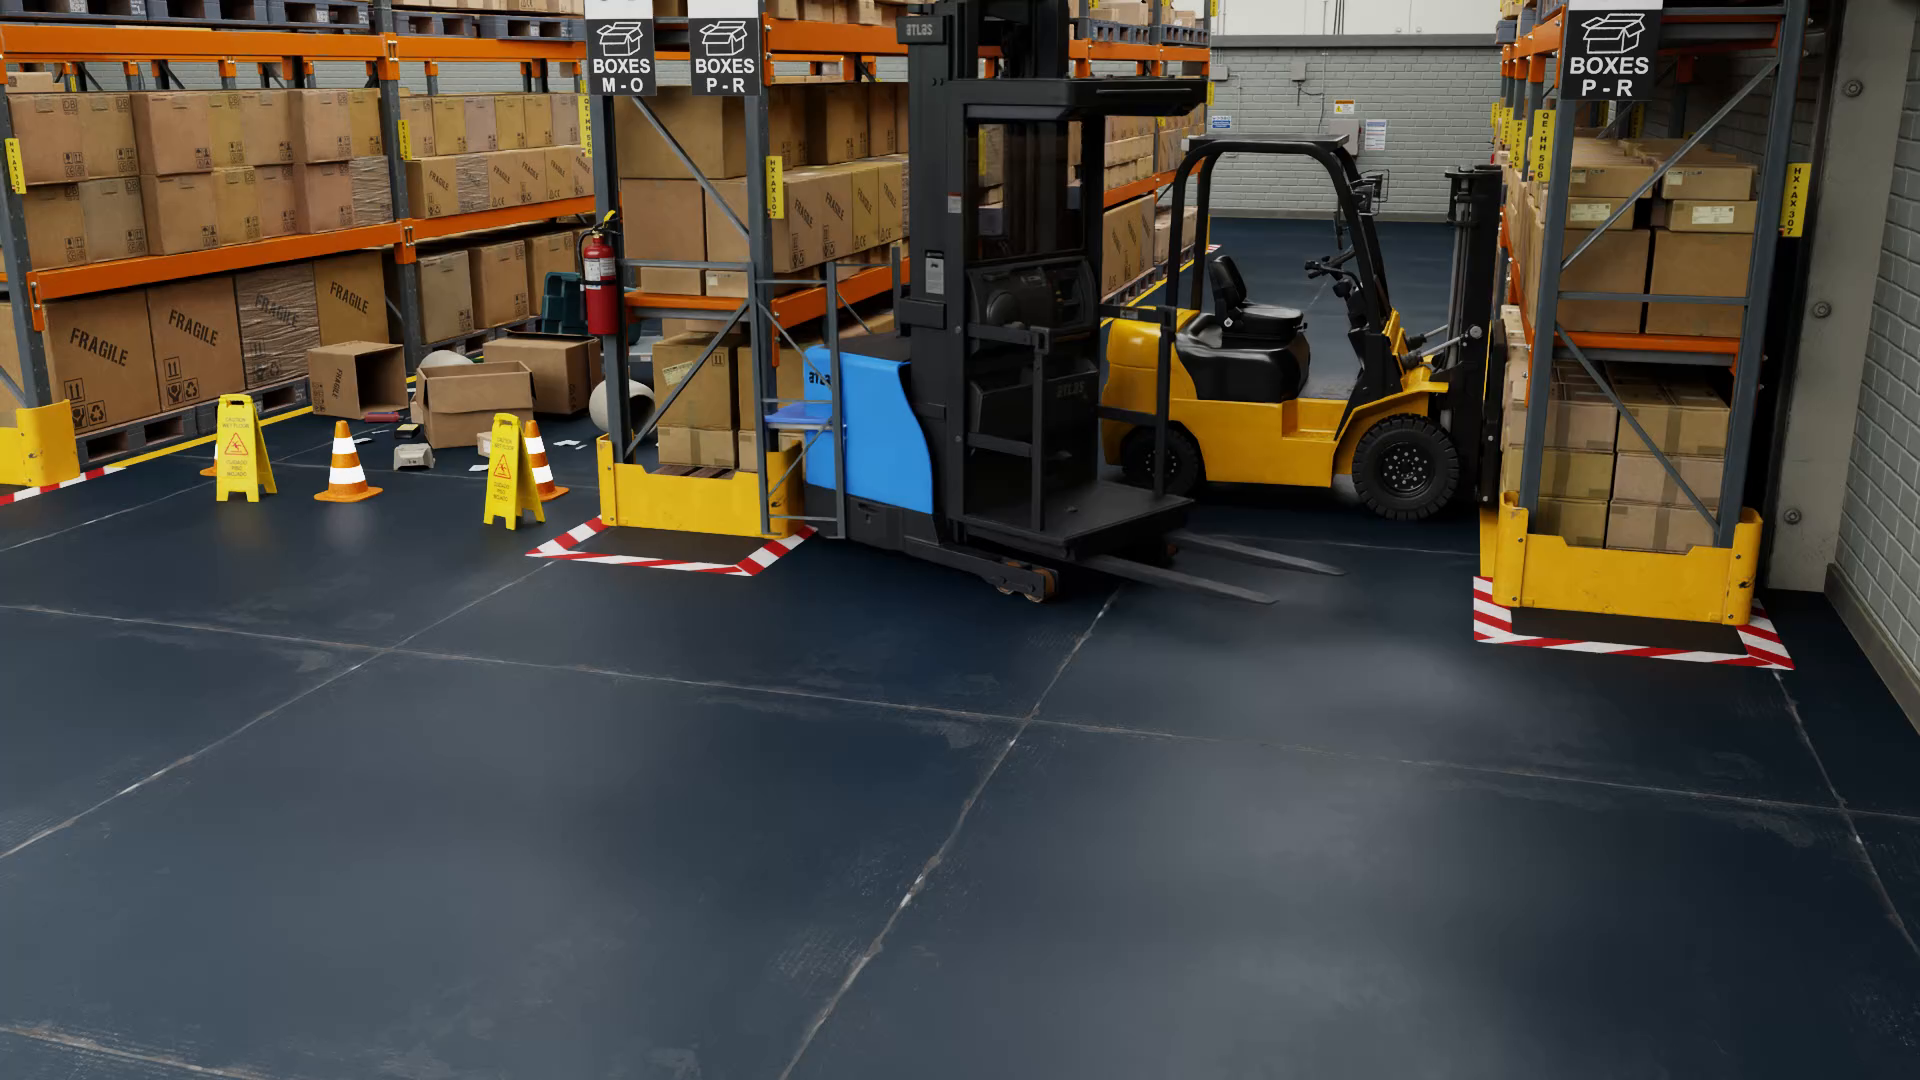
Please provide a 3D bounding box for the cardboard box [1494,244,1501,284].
[{"bbox_3d":[6.014,-2.888,17.827,0.500,0.500,0.500,4,16,14],"label":"cardboard box"}]

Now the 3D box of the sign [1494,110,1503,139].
[{"bbox_3d":[6.133,-4.725,18.904,0.100,0.325,0.005,5,16,16],"label":"sign"}]

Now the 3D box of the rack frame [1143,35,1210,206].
[{"bbox_3d":[3.032,-5.699,23.924,1.000,3.000,0.127,5,16,16],"label":"rack frame"}]

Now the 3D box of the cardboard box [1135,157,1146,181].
[{"bbox_3d":[1.864,-4.310,19.302,0.500,0.250,0.500,4,16,15],"label":"cardboard box"}]

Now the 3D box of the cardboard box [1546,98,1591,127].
[{"bbox_3d":[7.334,-5.069,20.059,0.500,0.500,0.500,4,16,14],"label":"cardboard box"}]

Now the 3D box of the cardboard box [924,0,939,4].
[{"bbox_3d":[-0.388,-3.805,11.479,0.500,0.250,0.500,4,16,15],"label":"cardboard box"}]

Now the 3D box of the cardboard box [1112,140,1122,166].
[{"bbox_3d":[1.441,-4.152,17.829,0.500,0.250,0.500,5,16,16],"label":"cardboard box"}]

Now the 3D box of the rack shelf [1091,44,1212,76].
[{"bbox_3d":[2.464,-6.272,21.768,1.077,0.370,4.000,5,16,16],"label":"rack shelf"}]

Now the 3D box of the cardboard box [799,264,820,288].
[{"bbox_3d":[-1.009,-1.595,9.916,0.380,0.149,0.250,4,16,14],"label":"cardboard box"}]

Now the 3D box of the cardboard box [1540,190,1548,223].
[{"bbox_3d":[3.119,-1.671,8.350,0.380,0.149,0.250,5,17,17],"label":"cardboard box"}]

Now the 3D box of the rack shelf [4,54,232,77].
[{"bbox_3d":[-9.311,-4.948,17.098,1.077,0.370,4.000,5,16,16],"label":"rack shelf"}]

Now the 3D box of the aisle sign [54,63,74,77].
[{"bbox_3d":[-15.653,-8.481,28.969,0.394,0.787,0.004,5,16,16],"label":"aisle sign"}]

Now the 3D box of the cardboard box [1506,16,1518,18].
[{"bbox_3d":[5.901,-5.526,17.325,0.380,0.149,0.250,4,16,15],"label":"cardboard box"}]

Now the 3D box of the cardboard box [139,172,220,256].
[{"bbox_3d":[-5.813,-2.325,11.755,0.875,0.550,0.550,5,16,16],"label":"cardboard box"}]

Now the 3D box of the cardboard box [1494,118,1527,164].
[{"bbox_3d":[6.303,-4.409,18.425,0.700,0.500,0.500,5,17,17],"label":"cardboard box"}]

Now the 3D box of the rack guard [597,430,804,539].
[{"bbox_3d":[-1.493,-0.330,9.577,1.175,0.500,0.348,5,16,16],"label":"rack guard"}]

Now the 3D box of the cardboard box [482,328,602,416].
[{"bbox_3d":[-3.185,-1.278,12.665,0.797,0.637,0.503,5,16,16],"label":"cardboard box"}]

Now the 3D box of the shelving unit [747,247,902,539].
[{"bbox_3d":[-0.727,-0.870,9.470,0.538,1.500,1.048,3,15,17],"label":"shelving unit"}]

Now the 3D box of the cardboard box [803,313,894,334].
[{"bbox_3d":[-0.720,-1.216,11.016,0.500,0.500,0.500,5,17,17],"label":"cardboard box"}]

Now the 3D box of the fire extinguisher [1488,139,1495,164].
[{"bbox_3d":[7.391,-5.172,22.894,0.296,0.674,0.183,5,16,16],"label":"fire extinguisher"}]

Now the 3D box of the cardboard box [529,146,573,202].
[{"bbox_3d":[-4.172,-3.611,16.381,0.500,0.500,0.500,4,16,15],"label":"cardboard box"}]

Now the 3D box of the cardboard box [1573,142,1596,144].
[{"bbox_3d":[3.784,-2.416,10.433,0.380,0.149,0.250,5,17,17],"label":"cardboard box"}]

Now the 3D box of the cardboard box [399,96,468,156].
[{"bbox_3d":[-4.873,-3.711,14.900,0.700,0.500,0.500,4,16,15],"label":"cardboard box"}]

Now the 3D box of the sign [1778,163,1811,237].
[{"bbox_3d":[3.776,-1.539,7.526,0.100,0.325,0.005,5,16,16],"label":"sign"}]

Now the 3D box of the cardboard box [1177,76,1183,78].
[{"bbox_3d":[2.685,-5.953,21.615,0.380,0.149,0.250,5,16,16],"label":"cardboard box"}]

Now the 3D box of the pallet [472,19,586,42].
[{"bbox_3d":[-4.148,-5.143,16.813,1.213,0.211,1.003,5,17,18],"label":"pallet"}]

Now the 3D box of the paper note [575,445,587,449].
[{"bbox_3d":[-2.643,-0.650,11.601,0.032,0.001,0.123,5,16,16],"label":"paper note"}]

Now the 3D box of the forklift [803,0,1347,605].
[{"bbox_3d":[0.533,-1.259,8.398,3.031,2.935,1.130,15,21,42],"label":"forklift"}]

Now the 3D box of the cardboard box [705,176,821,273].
[{"bbox_3d":[-1.114,-1.806,9.472,0.500,0.500,0.500,4,16,15],"label":"cardboard box"}]

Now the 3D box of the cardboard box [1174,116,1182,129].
[{"bbox_3d":[2.569,-5.552,21.391,0.500,0.500,0.500,5,17,17],"label":"cardboard box"}]

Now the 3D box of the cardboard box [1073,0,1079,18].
[{"bbox_3d":[0.858,-5.573,17.029,0.700,0.500,0.500,4,16,13],"label":"cardboard box"}]

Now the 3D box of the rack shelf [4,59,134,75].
[{"bbox_3d":[-12.923,-6.379,22.142,1.077,0.370,4.000,5,16,16],"label":"rack shelf"}]

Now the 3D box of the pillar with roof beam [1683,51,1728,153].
[{"bbox_3d":[1.885,-6.031,14.100,9.100,9.000,0.400,5,16,16],"label":"pillar with roof beam"}]

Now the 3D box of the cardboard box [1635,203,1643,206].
[{"bbox_3d":[4.070,-1.686,9.594,0.500,0.500,0.500,5,17,17],"label":"cardboard box"}]

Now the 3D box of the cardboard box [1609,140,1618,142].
[{"bbox_3d":[5.521,-3.341,14.239,0.380,0.149,0.250,5,16,16],"label":"cardboard box"}]

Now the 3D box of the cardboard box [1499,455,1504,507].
[{"bbox_3d":[3.226,-0.285,9.106,0.500,0.250,0.500,5,16,16],"label":"cardboard box"}]

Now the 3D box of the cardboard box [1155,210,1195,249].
[{"bbox_3d":[2.688,-4.248,22.733,0.875,0.438,0.875,5,17,17],"label":"cardboard box"}]

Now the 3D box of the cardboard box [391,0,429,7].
[{"bbox_3d":[-4.742,-4.684,14.142,0.258,0.266,0.396,4,16,15],"label":"cardboard box"}]

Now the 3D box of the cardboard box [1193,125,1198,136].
[{"bbox_3d":[2.992,-5.470,22.934,0.500,0.500,0.500,4,16,15],"label":"cardboard box"}]

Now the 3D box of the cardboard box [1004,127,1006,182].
[{"bbox_3d":[0.172,-3.184,13.560,0.500,0.500,0.500,5,16,16],"label":"cardboard box"}]

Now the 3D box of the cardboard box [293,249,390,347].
[{"bbox_3d":[-5.399,-1.937,13.787,0.875,0.875,0.875,5,17,17],"label":"cardboard box"}]

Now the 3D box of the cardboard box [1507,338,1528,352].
[{"bbox_3d":[3.502,-1.032,9.909,0.500,0.250,0.500,4,16,15],"label":"cardboard box"}]

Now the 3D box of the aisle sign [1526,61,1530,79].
[{"bbox_3d":[7.530,-6.606,22.359,0.394,0.787,0.004,5,16,16],"label":"aisle sign"}]

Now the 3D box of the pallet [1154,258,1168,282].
[{"bbox_3d":[2.186,-3.504,21.295,1.003,0.211,1.213,5,16,16],"label":"pallet"}]

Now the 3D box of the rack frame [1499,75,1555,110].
[{"bbox_3d":[7.792,-5.315,22.570,1.000,3.000,0.127,5,16,16],"label":"rack frame"}]

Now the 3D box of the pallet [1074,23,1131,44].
[{"bbox_3d":[1.206,-5.423,17.802,1.003,0.211,1.213,5,17,18],"label":"pallet"}]

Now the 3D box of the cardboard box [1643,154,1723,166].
[{"bbox_3d":[3.849,-1.974,8.874,0.380,0.149,0.250,5,17,18],"label":"cardboard box"}]

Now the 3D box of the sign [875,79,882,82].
[{"bbox_3d":[-1.216,-6.717,24.812,0.100,0.325,0.005,5,16,16],"label":"sign"}]

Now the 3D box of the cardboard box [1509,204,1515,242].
[{"bbox_3d":[4.412,-2.387,12.524,0.500,0.250,0.500,5,16,16],"label":"cardboard box"}]

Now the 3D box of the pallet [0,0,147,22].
[{"bbox_3d":[-6.089,-3.465,10.716,1.003,0.211,1.213,5,16,16],"label":"pallet"}]

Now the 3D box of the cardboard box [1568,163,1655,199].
[{"bbox_3d":[3.145,-1.742,8.057,0.380,0.149,0.250,5,16,16],"label":"cardboard box"}]

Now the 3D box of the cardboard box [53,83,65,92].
[{"bbox_3d":[-15.829,-7.628,28.709,0.500,0.500,0.500,4,16,15],"label":"cardboard box"}]

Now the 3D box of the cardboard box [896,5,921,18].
[{"bbox_3d":[-0.482,-3.507,11.160,0.380,0.149,0.250,5,17,17],"label":"cardboard box"}]
